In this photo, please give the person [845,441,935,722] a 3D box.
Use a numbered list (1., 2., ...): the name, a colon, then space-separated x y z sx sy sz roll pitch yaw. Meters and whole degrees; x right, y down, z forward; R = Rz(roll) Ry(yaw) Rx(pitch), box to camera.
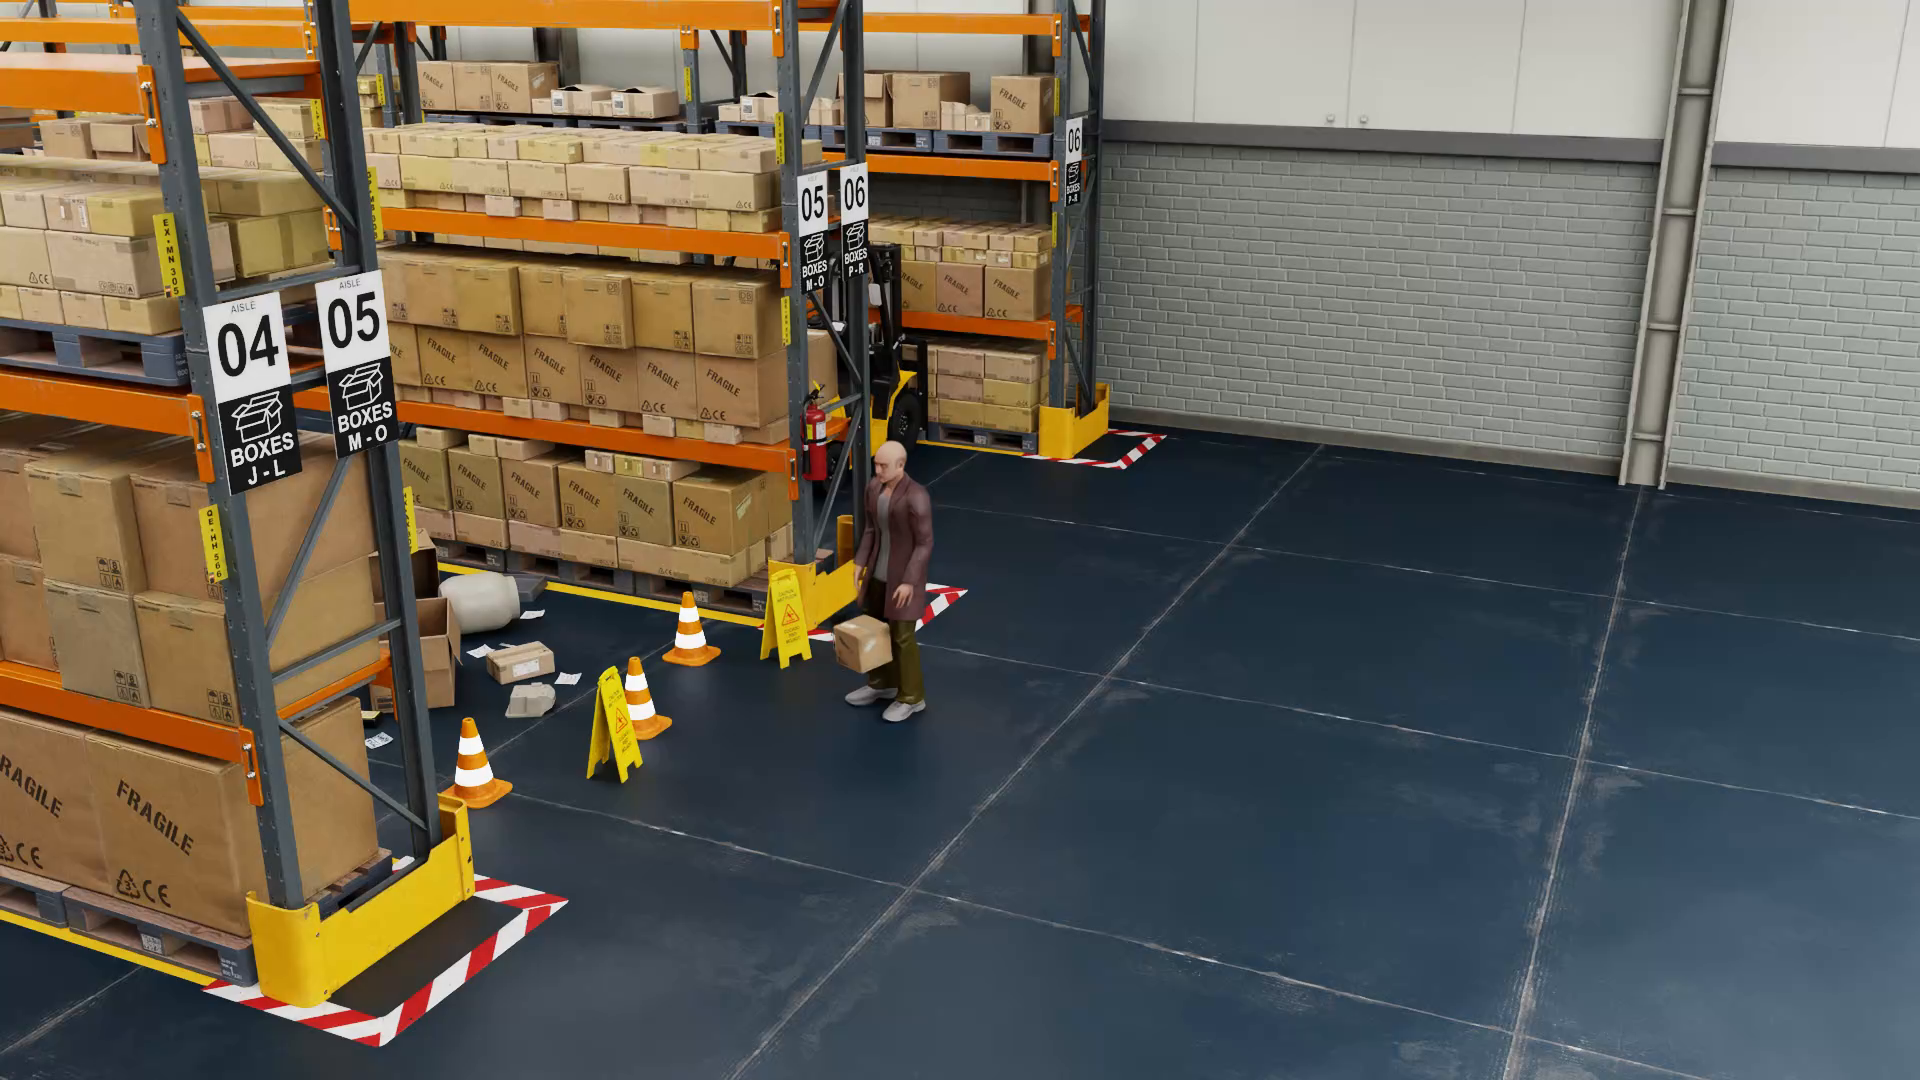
1. person: -0.417 0.236 10.388 0.424 1.776 0.596 -16 25 -39
